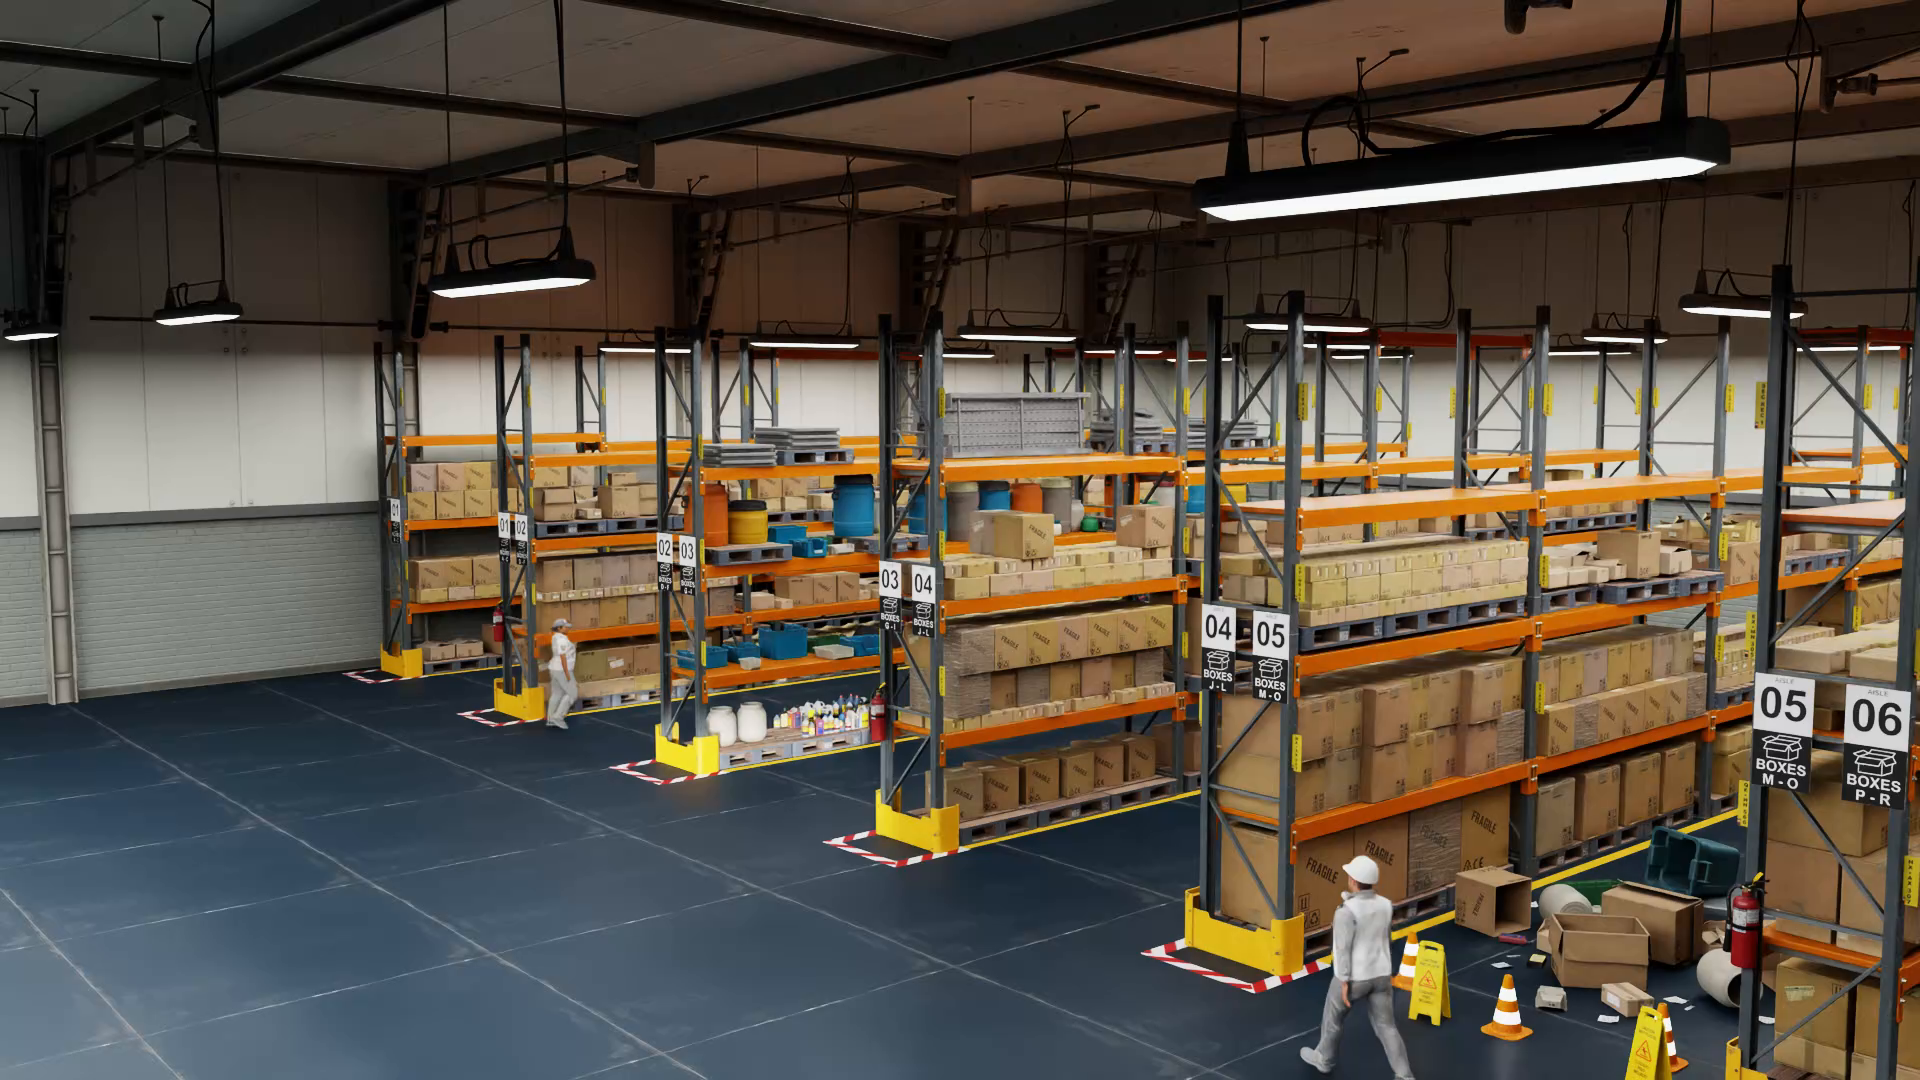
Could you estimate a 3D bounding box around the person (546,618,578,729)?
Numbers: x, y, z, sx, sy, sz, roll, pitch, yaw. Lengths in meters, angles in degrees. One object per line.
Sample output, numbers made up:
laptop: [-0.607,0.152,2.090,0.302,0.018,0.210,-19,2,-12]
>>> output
person: [-6.089,2.025,25.352,0.448,1.652,0.573,-3,6,-26]

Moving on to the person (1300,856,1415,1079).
person: [2.957,3.185,12.281,0.546,1.726,1.070,-2,6,-25]
